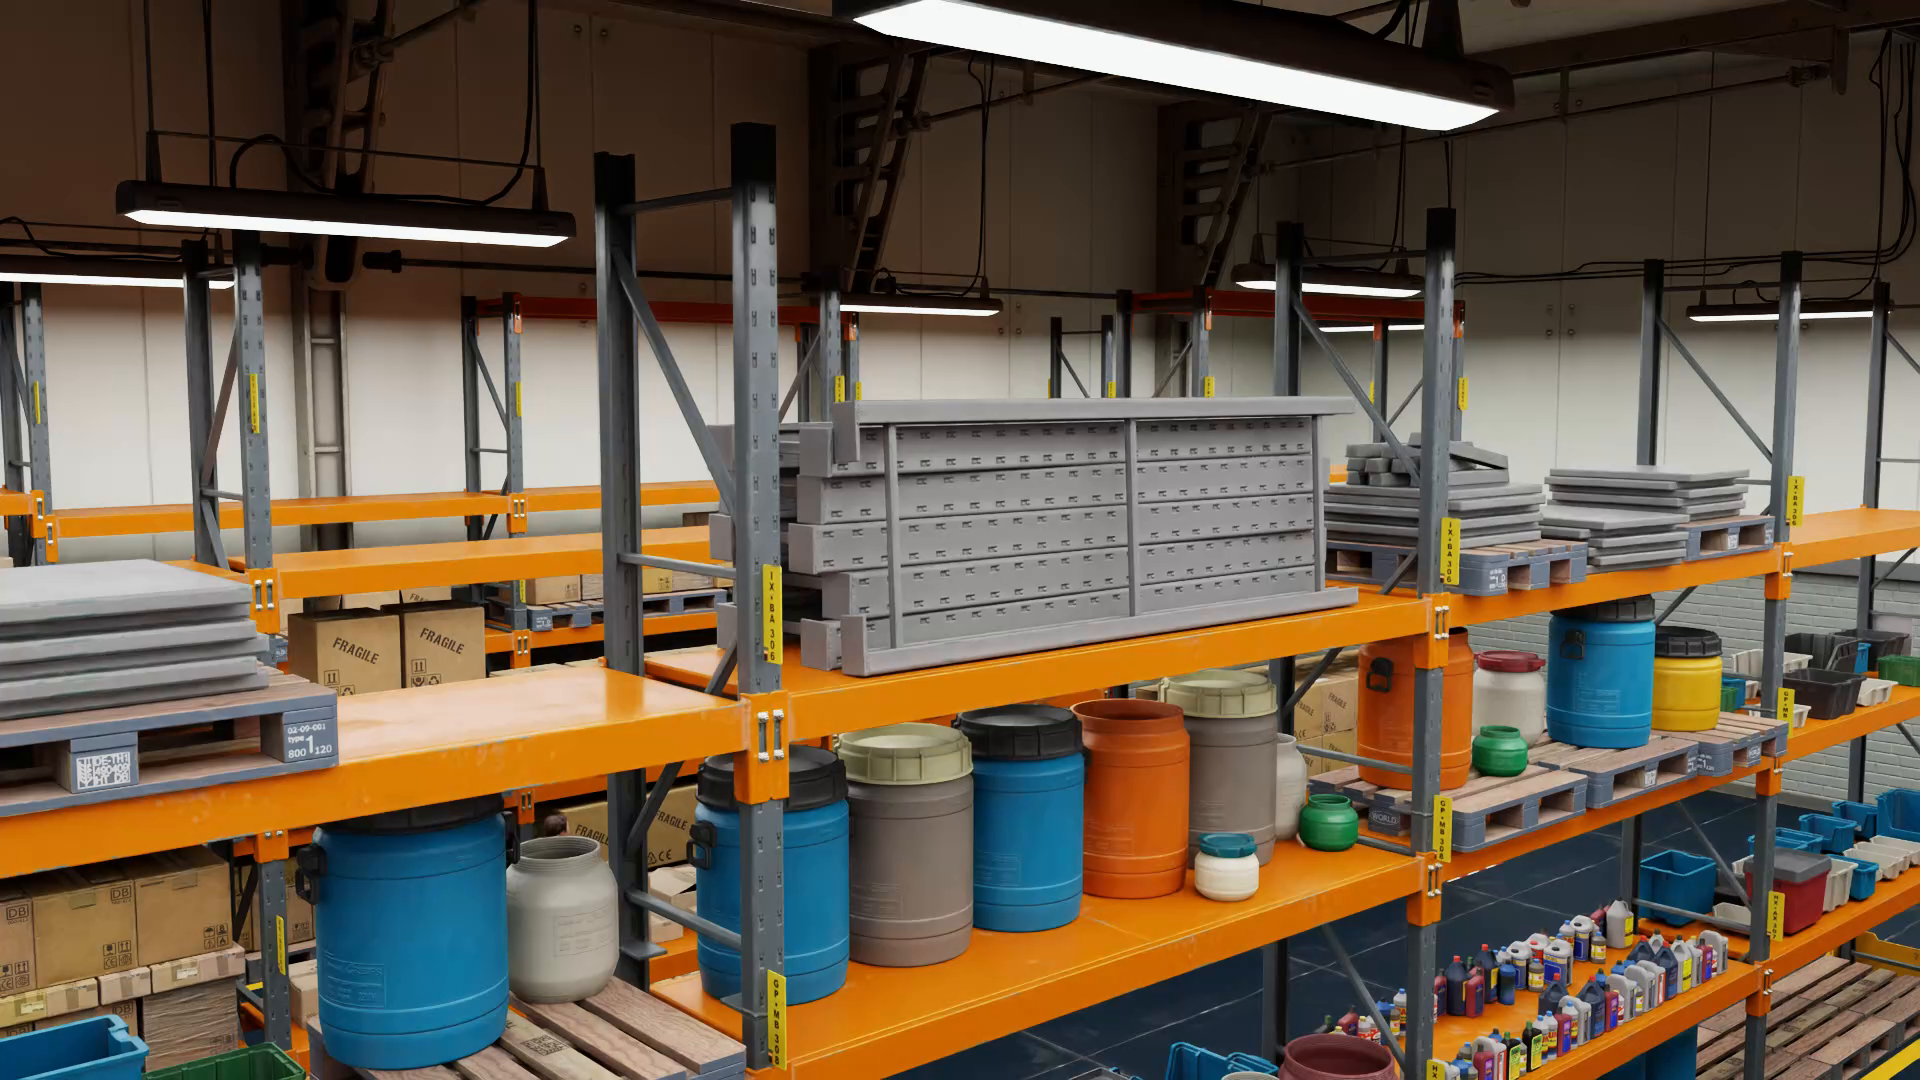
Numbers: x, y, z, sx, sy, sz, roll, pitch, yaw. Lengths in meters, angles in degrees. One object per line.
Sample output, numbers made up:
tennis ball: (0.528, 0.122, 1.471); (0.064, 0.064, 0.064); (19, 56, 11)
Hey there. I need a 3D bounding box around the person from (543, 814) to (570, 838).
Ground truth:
person: (-3.311, 3.055, 13.509); (0.471, 1.661, 0.498); (-3, 6, -31)
